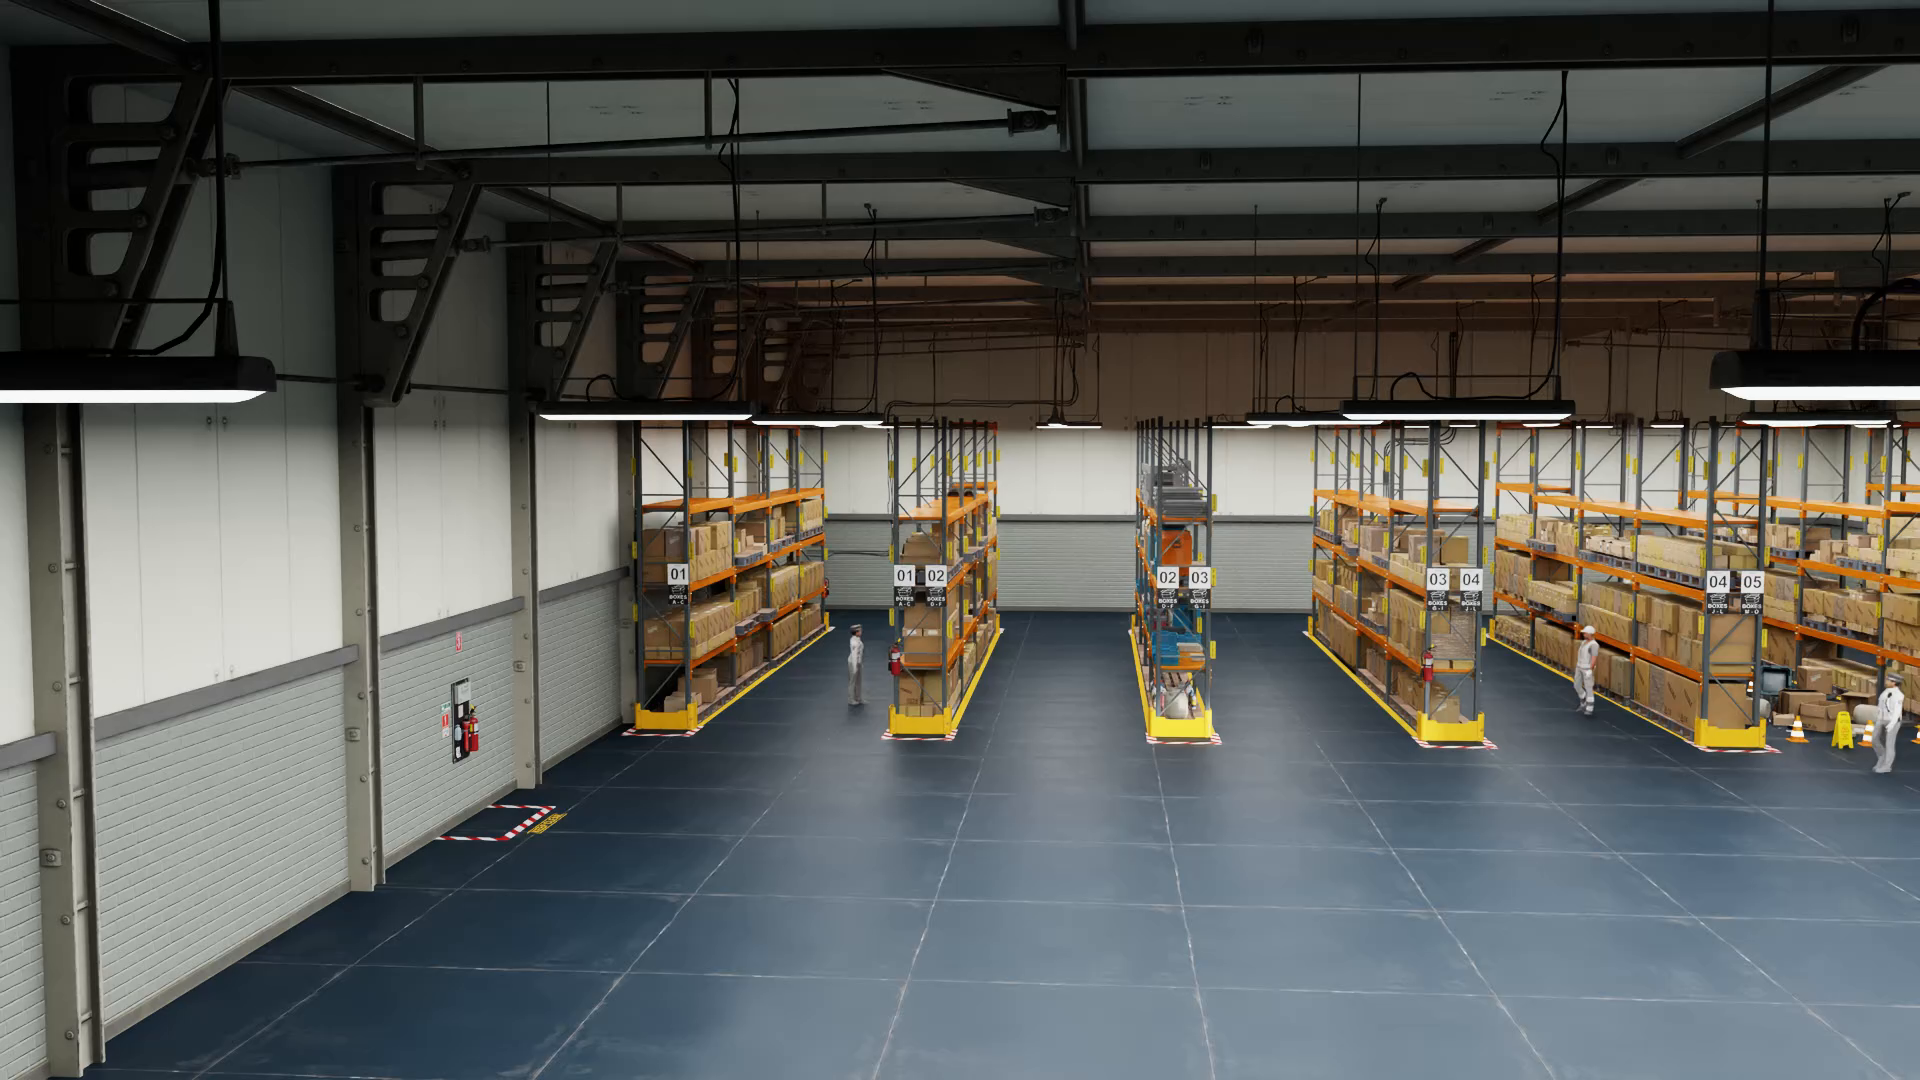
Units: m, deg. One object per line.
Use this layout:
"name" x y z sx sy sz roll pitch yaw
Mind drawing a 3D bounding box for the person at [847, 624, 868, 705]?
"person" -2.155 2.609 34.849 0.407 1.696 0.509 0 4 7

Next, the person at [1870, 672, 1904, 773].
"person" 15.585 3.078 27.934 0.455 1.719 0.509 -1 4 -18

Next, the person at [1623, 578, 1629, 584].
"person" 17.860 1.921 44.694 0.675 1.807 0.564 -2 4 -28

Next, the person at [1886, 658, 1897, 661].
"person" 22.777 2.232 40.613 0.984 1.620 0.404 -4 5 -44

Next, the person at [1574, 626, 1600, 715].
"person" 12.668 2.637 33.672 0.409 1.814 0.636 -1 4 -16
